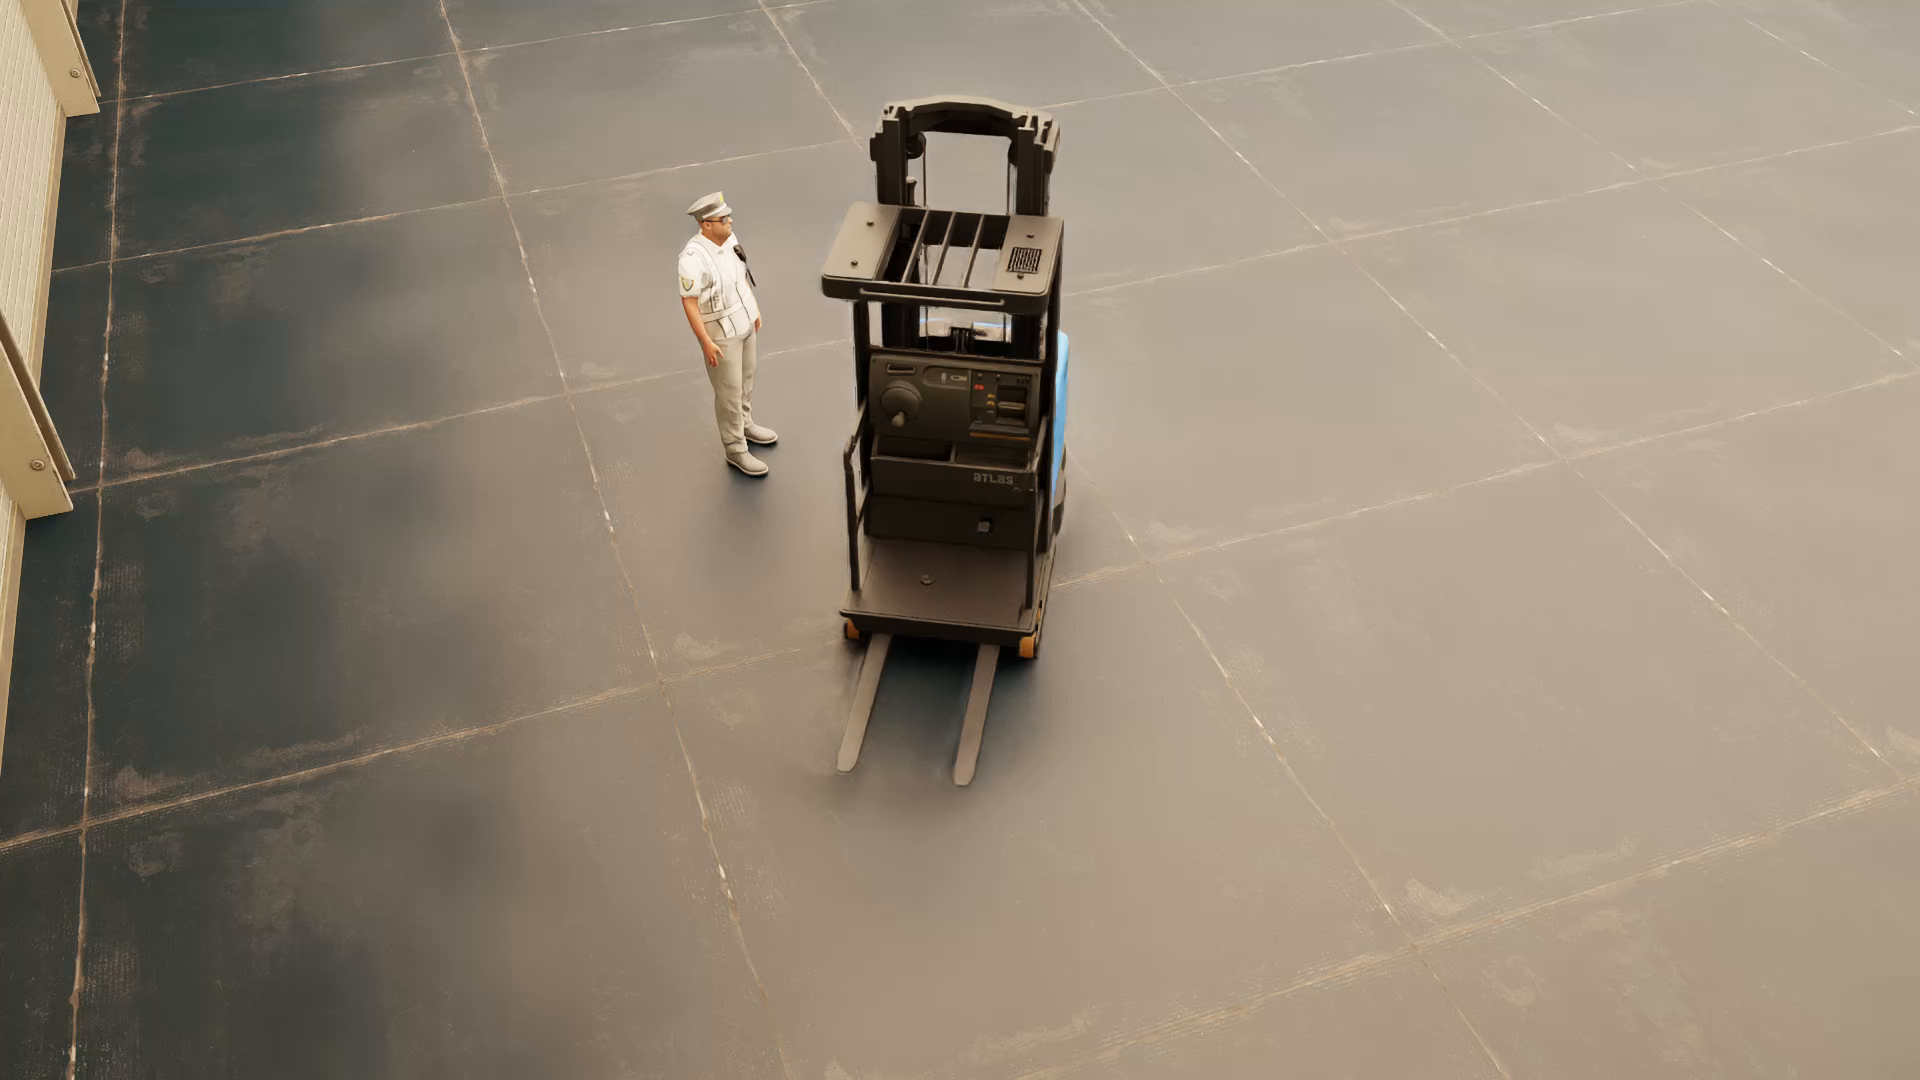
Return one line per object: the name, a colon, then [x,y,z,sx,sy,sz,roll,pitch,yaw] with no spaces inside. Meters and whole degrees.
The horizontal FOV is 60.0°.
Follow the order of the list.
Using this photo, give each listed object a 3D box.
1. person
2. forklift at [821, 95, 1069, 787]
person: [-1.406,-1.334,10.468,0.576,1.781,0.640,16,43,18]
forklift: [-0.062,-0.697,8.826,1.130,2.935,3.031,6,40,7]
